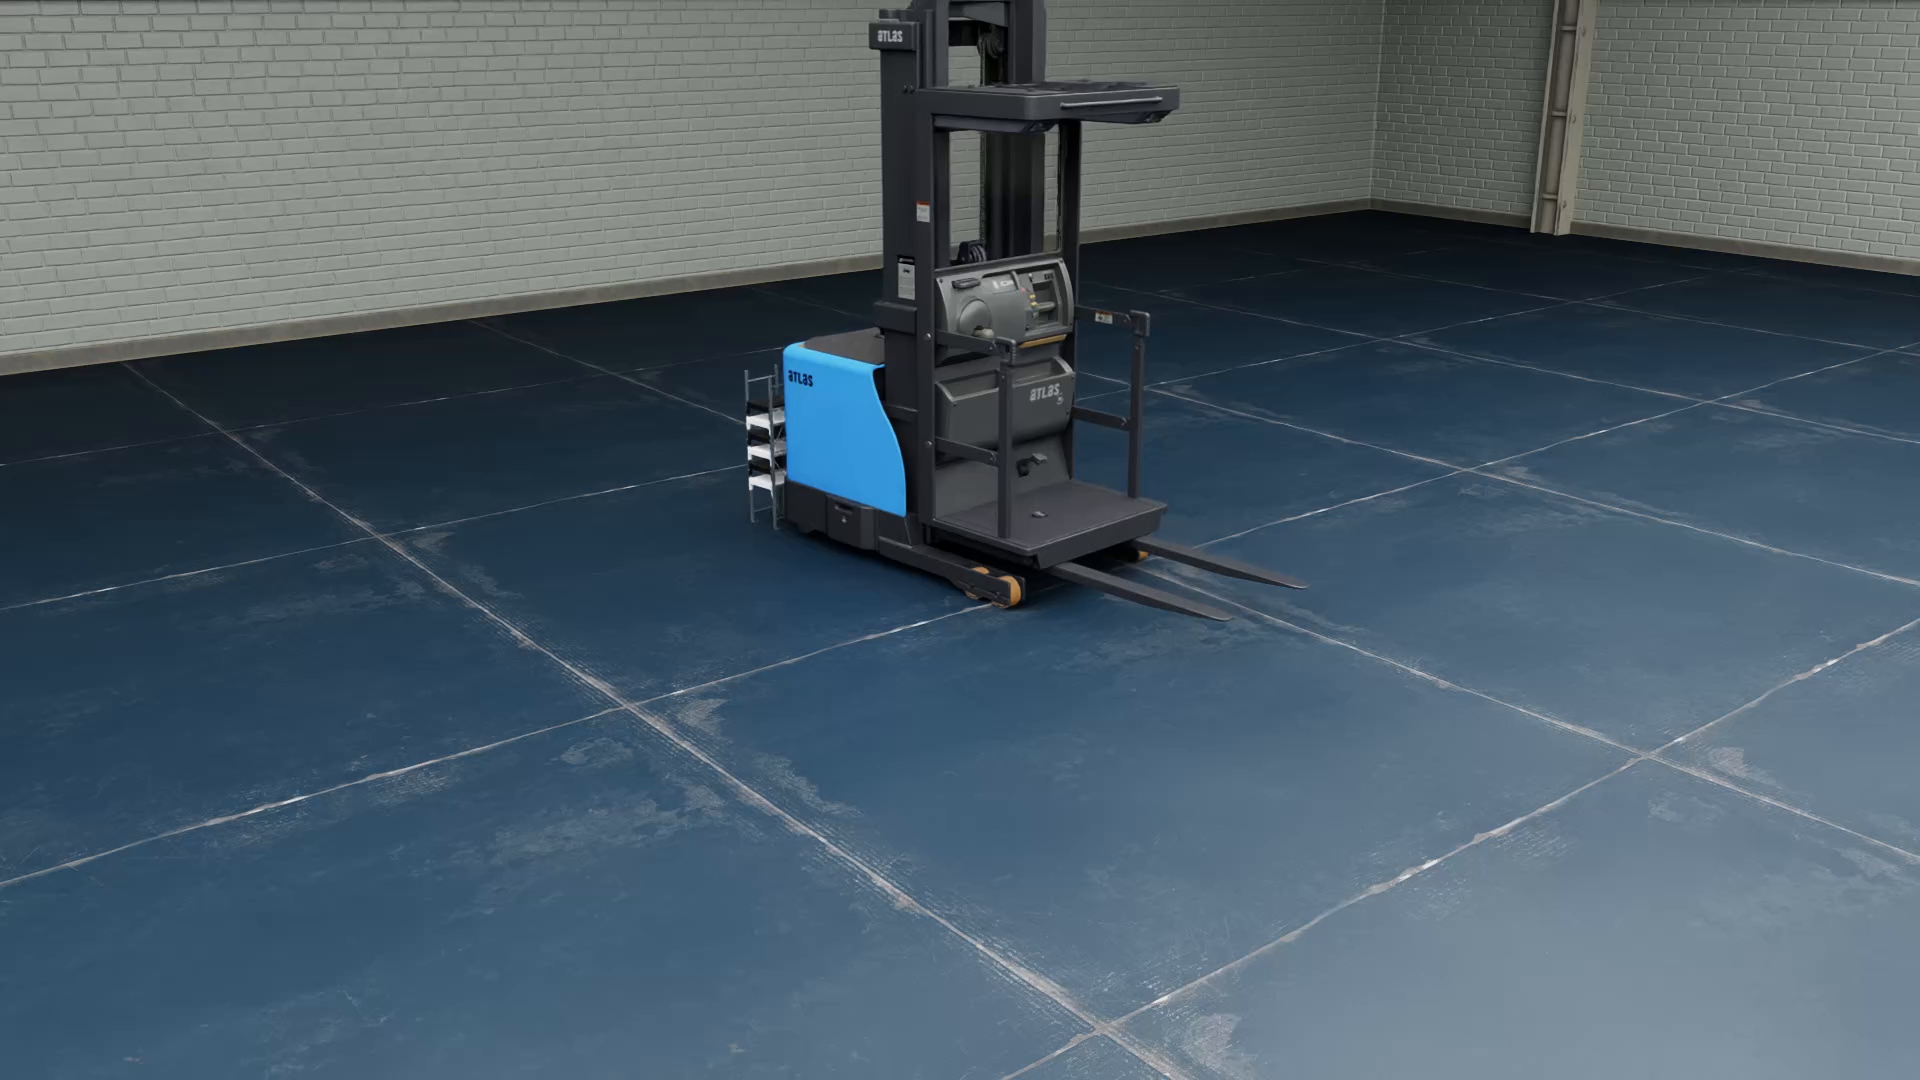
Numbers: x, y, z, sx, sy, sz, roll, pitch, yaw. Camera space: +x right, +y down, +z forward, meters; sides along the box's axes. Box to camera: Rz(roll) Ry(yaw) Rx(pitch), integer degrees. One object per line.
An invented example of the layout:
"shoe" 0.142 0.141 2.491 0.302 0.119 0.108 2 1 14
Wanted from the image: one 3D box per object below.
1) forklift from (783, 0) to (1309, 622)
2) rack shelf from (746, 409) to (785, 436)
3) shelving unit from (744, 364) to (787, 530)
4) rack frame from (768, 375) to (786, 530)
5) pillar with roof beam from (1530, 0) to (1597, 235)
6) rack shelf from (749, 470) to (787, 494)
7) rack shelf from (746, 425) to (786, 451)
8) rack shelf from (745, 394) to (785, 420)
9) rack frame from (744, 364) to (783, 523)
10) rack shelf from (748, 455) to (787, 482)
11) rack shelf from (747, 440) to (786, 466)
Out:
"forklift" 0.389 -1.228 8.409 1.130 2.935 3.031 -17 25 -41
"rack shelf" -1.059 -0.674 9.499 0.200 0.077 0.258 17 25 41
"shelving unit" -1.059 -0.534 9.545 0.210 0.900 0.258 17 25 41
"rack frame" -0.985 -0.512 9.479 0.006 0.900 0.240 17 25 41
"pillar with roof beam" 4.147 -7.349 17.240 9.100 9.000 0.400 -14 23 -36
"rack shelf" -1.059 -0.332 9.612 0.200 0.077 0.258 17 25 41
"rack shelf" -1.059 -0.588 9.527 0.200 0.077 0.258 17 25 41
"rack shelf" -1.059 -0.759 9.471 0.200 0.077 0.258 17 25 41
"rack frame" -1.133 -0.556 9.611 0.006 0.900 0.240 17 25 41
"rack shelf" -1.059 -0.417 9.584 0.200 0.077 0.258 17 25 41
"rack shelf" -1.059 -0.503 9.555 0.200 0.077 0.258 17 25 41
